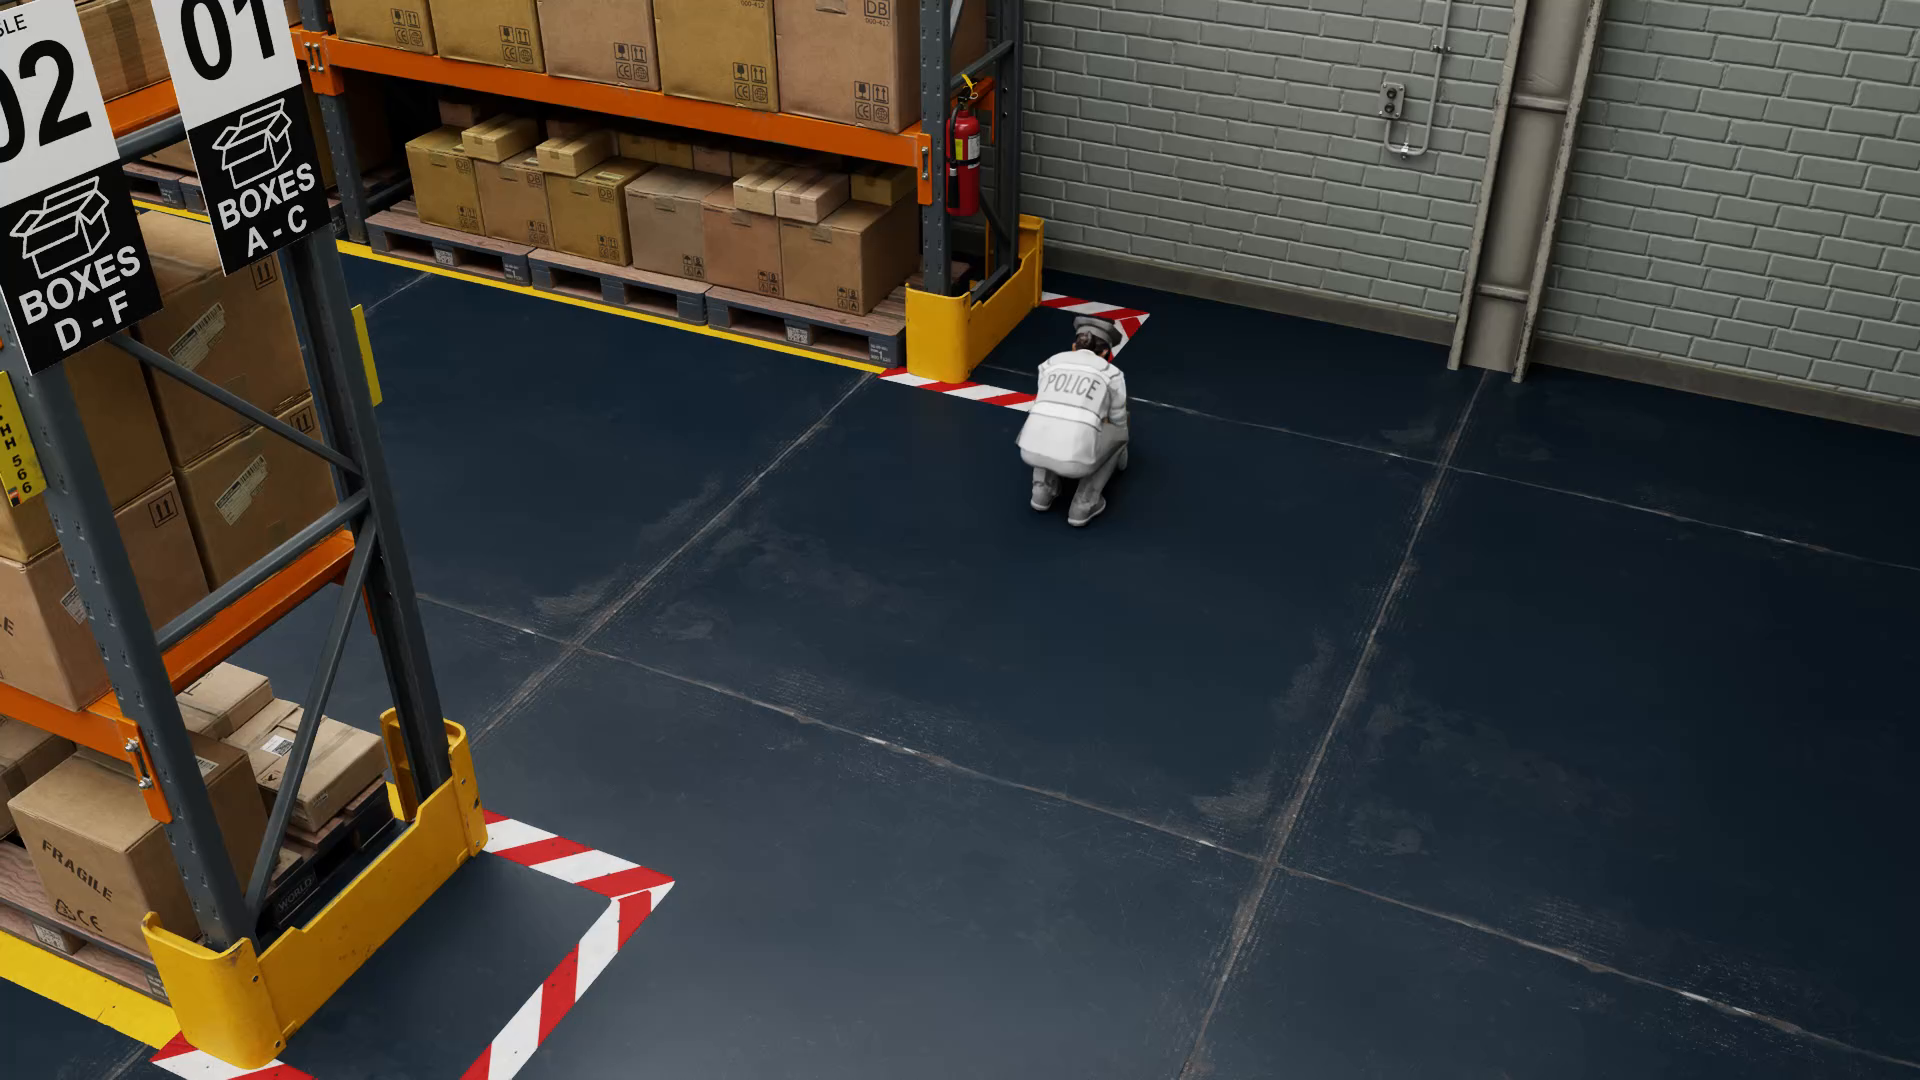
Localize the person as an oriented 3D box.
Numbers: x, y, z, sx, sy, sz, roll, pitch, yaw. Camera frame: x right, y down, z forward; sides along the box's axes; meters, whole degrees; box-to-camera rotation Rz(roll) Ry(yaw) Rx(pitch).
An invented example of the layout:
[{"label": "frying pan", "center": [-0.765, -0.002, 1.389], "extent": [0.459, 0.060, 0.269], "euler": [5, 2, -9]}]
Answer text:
[{"label": "person", "center": [0.550, -0.532, 7.787], "extent": [0.466, 0.847, 0.889], "euler": [14, 36, 20]}]
